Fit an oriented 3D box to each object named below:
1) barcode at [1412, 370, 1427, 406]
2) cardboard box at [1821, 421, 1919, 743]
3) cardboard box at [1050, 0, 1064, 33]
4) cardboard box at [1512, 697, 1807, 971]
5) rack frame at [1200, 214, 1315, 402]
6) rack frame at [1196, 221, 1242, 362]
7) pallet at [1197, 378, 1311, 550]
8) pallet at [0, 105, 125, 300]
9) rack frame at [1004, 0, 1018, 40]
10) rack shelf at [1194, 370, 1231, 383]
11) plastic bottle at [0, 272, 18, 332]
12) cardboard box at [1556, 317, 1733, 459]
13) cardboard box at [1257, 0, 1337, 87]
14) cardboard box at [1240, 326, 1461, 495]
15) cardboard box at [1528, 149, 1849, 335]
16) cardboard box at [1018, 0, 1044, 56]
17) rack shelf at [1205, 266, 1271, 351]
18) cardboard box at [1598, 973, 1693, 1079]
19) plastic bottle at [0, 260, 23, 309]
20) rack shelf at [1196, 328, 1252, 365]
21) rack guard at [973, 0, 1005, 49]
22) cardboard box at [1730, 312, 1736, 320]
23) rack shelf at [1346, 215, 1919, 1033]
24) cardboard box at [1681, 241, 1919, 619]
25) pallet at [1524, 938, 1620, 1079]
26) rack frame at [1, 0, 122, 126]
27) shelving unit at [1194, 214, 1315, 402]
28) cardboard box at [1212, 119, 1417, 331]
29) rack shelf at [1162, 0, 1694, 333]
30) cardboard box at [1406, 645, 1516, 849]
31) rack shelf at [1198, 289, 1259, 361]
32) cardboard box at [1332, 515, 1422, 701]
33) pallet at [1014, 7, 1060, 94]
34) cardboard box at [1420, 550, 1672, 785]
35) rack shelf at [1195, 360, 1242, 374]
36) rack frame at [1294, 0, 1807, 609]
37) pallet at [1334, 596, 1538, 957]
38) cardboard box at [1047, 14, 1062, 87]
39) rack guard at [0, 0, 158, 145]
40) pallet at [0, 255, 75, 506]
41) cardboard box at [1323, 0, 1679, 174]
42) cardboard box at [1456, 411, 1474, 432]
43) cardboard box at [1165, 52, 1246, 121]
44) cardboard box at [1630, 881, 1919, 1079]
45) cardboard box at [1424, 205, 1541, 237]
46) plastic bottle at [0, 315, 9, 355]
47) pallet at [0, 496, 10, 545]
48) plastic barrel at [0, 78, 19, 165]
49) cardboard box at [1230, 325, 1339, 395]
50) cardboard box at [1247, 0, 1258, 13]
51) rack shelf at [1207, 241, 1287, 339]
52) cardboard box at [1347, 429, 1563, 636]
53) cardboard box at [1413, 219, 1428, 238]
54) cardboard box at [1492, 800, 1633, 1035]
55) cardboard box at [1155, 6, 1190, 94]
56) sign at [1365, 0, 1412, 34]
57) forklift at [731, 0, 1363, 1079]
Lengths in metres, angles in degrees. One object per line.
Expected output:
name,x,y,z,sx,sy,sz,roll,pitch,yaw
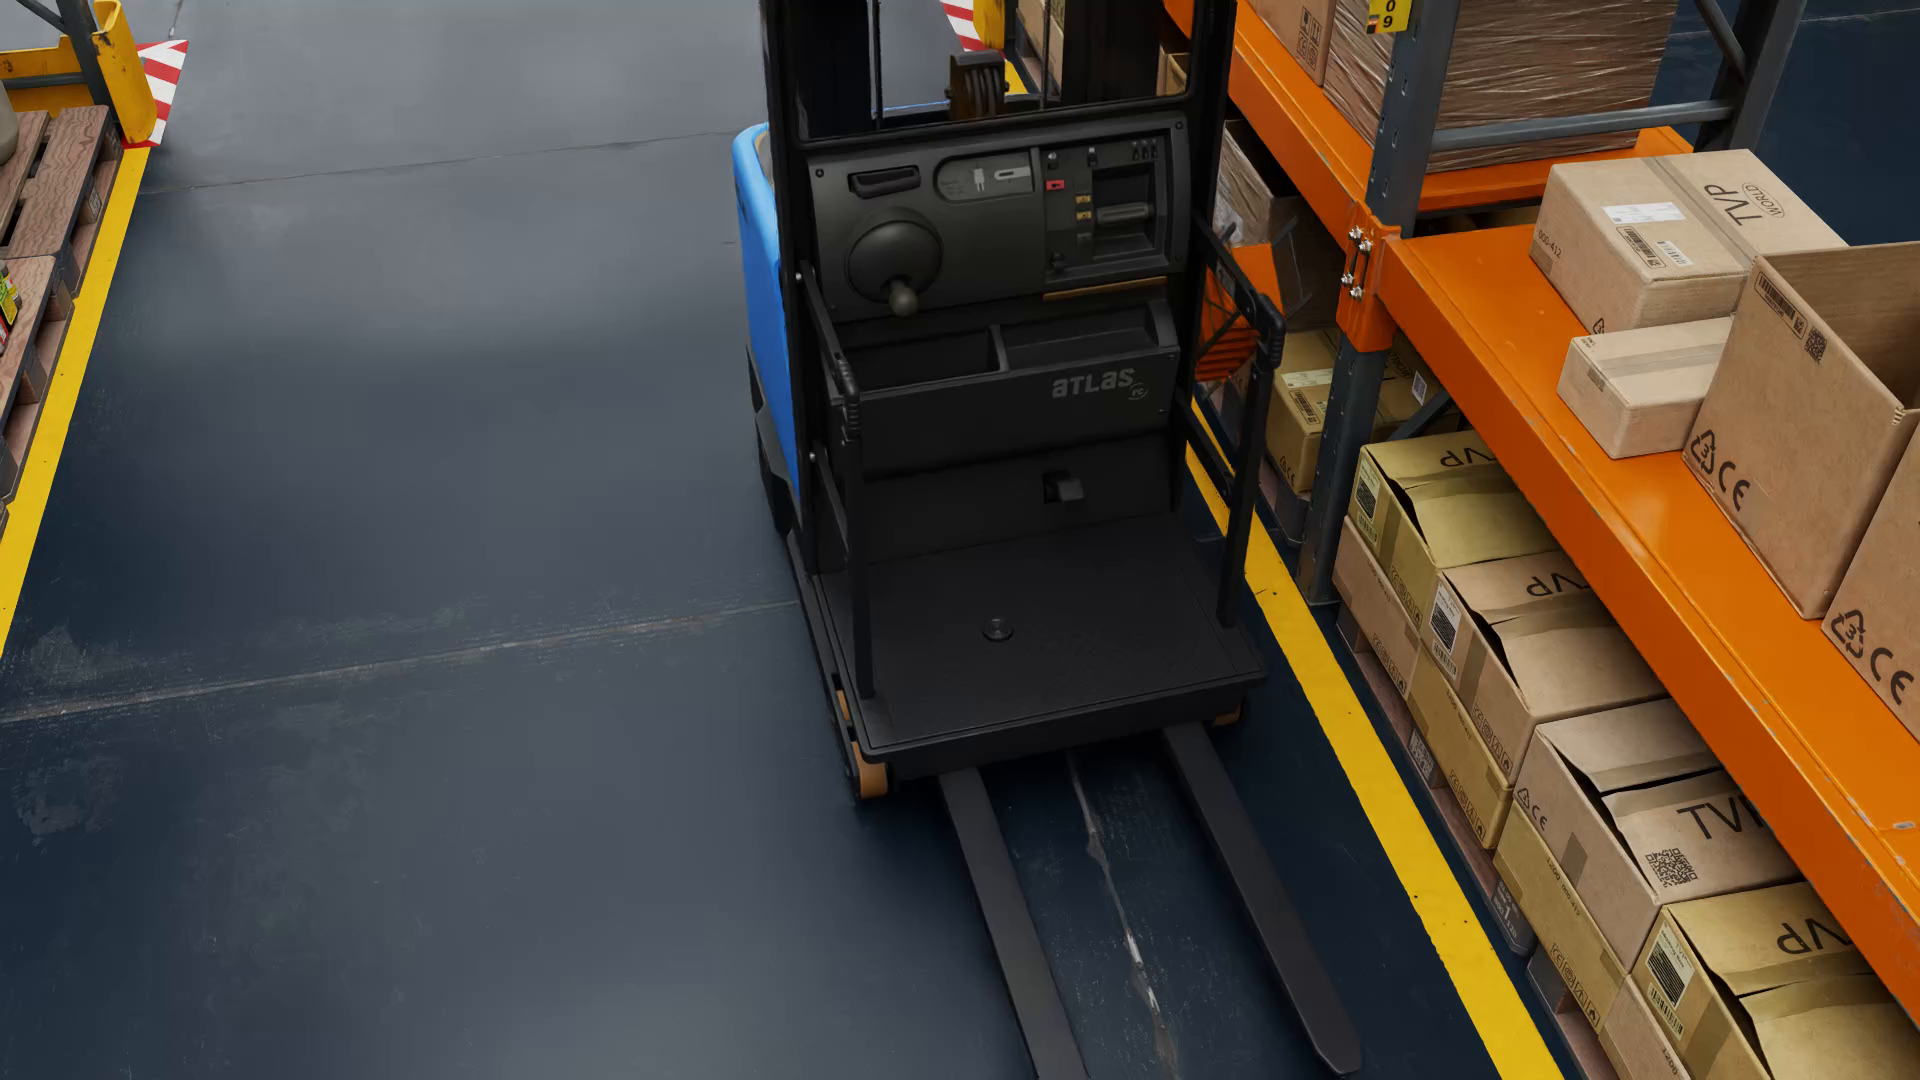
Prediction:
barcode,1.176,-0.389,4.257,0.001,0.075,0.075,-8,42,-9
cardboard box,1.899,0.104,2.798,0.500,0.500,0.500,-8,42,-9
cardboard box,0.672,-2.324,6.798,0.500,0.500,0.500,-8,42,-9
cardboard box,1.589,0.601,3.646,0.500,0.311,0.500,-10,43,-11
rack frame,0.891,-0.693,5.195,0.006,1.200,0.240,-8,82,-8
rack frame,0.711,-0.668,5.170,0.006,1.200,0.240,-8,82,-8
pallet,1.396,-0.504,5.658,1.003,0.211,1.213,-8,42,-9
pallet,-3.941,-1.298,6.553,1.003,0.211,1.213,-8,42,-9
rack frame,0.664,-3.618,7.066,1.000,3.000,0.127,-8,42,-9
rack shelf,0.770,-0.635,5.462,0.180,0.103,0.258,-8,82,-8
plastic bottle,-3.306,-0.858,5.672,0.061,0.283,0.133,-7,42,-8
cardboard box,1.519,-0.327,3.548,0.380,0.149,0.250,-8,42,-9
cardboard box,1.305,-1.690,4.819,0.700,0.500,0.500,-9,42,-10
cardboard box,1.214,-0.423,5.222,0.500,0.250,0.500,-8,42,-9
cardboard box,1.676,-0.656,3.842,0.500,0.250,0.500,-6,42,-7
cardboard box,0.562,-2.367,7.412,0.500,0.250,0.500,-8,42,-9
rack shelf,0.823,-0.712,4.991,0.180,0.103,0.258,-8,82,-8
cardboard box,1.705,1.140,3.461,0.500,0.250,0.500,-8,42,-8
plastic bottle,-3.349,-0.901,5.782,0.097,0.201,0.097,0,42,0
rack shelf,0.796,-0.674,5.226,0.180,0.103,0.258,-8,82,-8
rack guard,0.658,-2.699,7.913,1.175,0.500,0.348,-8,42,-9
cardboard box,1.896,-0.431,3.577,0.396,0.266,0.258,-9,42,-10
rack shelf,1.959,0.541,2.923,1.077,0.370,4.000,-8,42,-9
cardboard box,1.791,-0.221,3.164,0.500,0.500,0.500,-6,42,-6
pallet,1.991,1.282,3.646,1.003,0.211,1.213,-8,42,-9
rack frame,-4.174,-2.910,6.269,1.000,3.000,0.127,-8,42,-9
shelving unit,0.801,-0.681,5.183,0.189,1.200,0.258,-8,82,-8
cardboard box,1.117,-1.029,5.340,0.500,0.500,0.500,-8,42,-9
rack shelf,1.095,-2.052,5.844,1.077,0.370,4.000,-8,42,-9
cardboard box,1.481,0.475,4.210,0.500,0.250,0.500,-7,42,-8
rack shelf,0.809,-0.693,5.109,0.180,0.103,0.258,-8,82,-8
cardboard box,1.372,0.143,4.584,0.500,0.250,0.500,-9,42,-10
pallet,0.870,-2.085,7.440,1.003,0.211,1.213,-8,42,-9
cardboard box,1.476,0.265,4.024,0.500,0.311,0.500,-9,42,-10
rack shelf,0.783,-0.655,5.344,0.180,0.103,0.258,-8,82,-8
rack frame,1.527,-1.025,4.145,1.000,3.000,0.127,-8,42,-9
pallet,1.724,0.490,4.539,1.003,0.211,1.213,-8,42,-9
cardboard box,0.674,-2.043,7.047,0.500,0.250,0.500,-8,42,-9
rack guard,-4.111,-1.933,7.051,1.175,0.500,0.348,-8,42,-9
pallet,-3.681,-0.508,5.664,1.003,0.211,1.213,-8,42,-9
cardboard box,1.425,-1.349,4.435,0.700,0.500,0.500,-9,42,-10
cardboard box,1.723,-0.498,5.306,0.500,0.250,0.500,-8,42,-9
cardboard box,1.005,-1.353,5.704,0.500,0.500,0.500,-8,42,-9
cardboard box,1.706,0.937,3.268,0.500,0.311,0.500,-7,42,-8
cardboard box,1.733,-0.780,5.059,0.500,0.500,0.500,-8,42,-9
plastic bottle,-3.322,-0.761,5.569,0.152,0.276,0.135,-8,42,-9
pallet,-3.415,0.284,4.771,1.003,0.211,1.213,-8,42,-9
plastic barrel,-3.957,-1.721,6.487,0.421,0.512,0.421,0,42,0
cardboard box,1.115,-0.748,5.589,0.500,0.250,0.500,-8,42,-9
cardboard box,1.200,-2.016,5.186,0.700,0.500,0.500,-8,42,-9
rack shelf,0.836,-0.731,4.873,0.180,0.103,0.258,-8,82,-8
cardboard box,1.373,-0.060,4.390,0.500,0.311,0.500,-8,42,-9
cardboard box,1.617,-1.103,5.423,0.500,0.500,0.500,-8,42,-9
cardboard box,1.596,0.810,3.833,0.500,0.250,0.500,-10,42,-11
cardboard box,0.883,-1.675,6.067,0.500,0.500,0.500,-8,42,-9
sign,0.985,-1.298,3.741,0.100,0.325,0.005,-8,42,-9
forklift,0.165,-0.693,3.822,1.130,2.935,3.031,-10,43,-11
